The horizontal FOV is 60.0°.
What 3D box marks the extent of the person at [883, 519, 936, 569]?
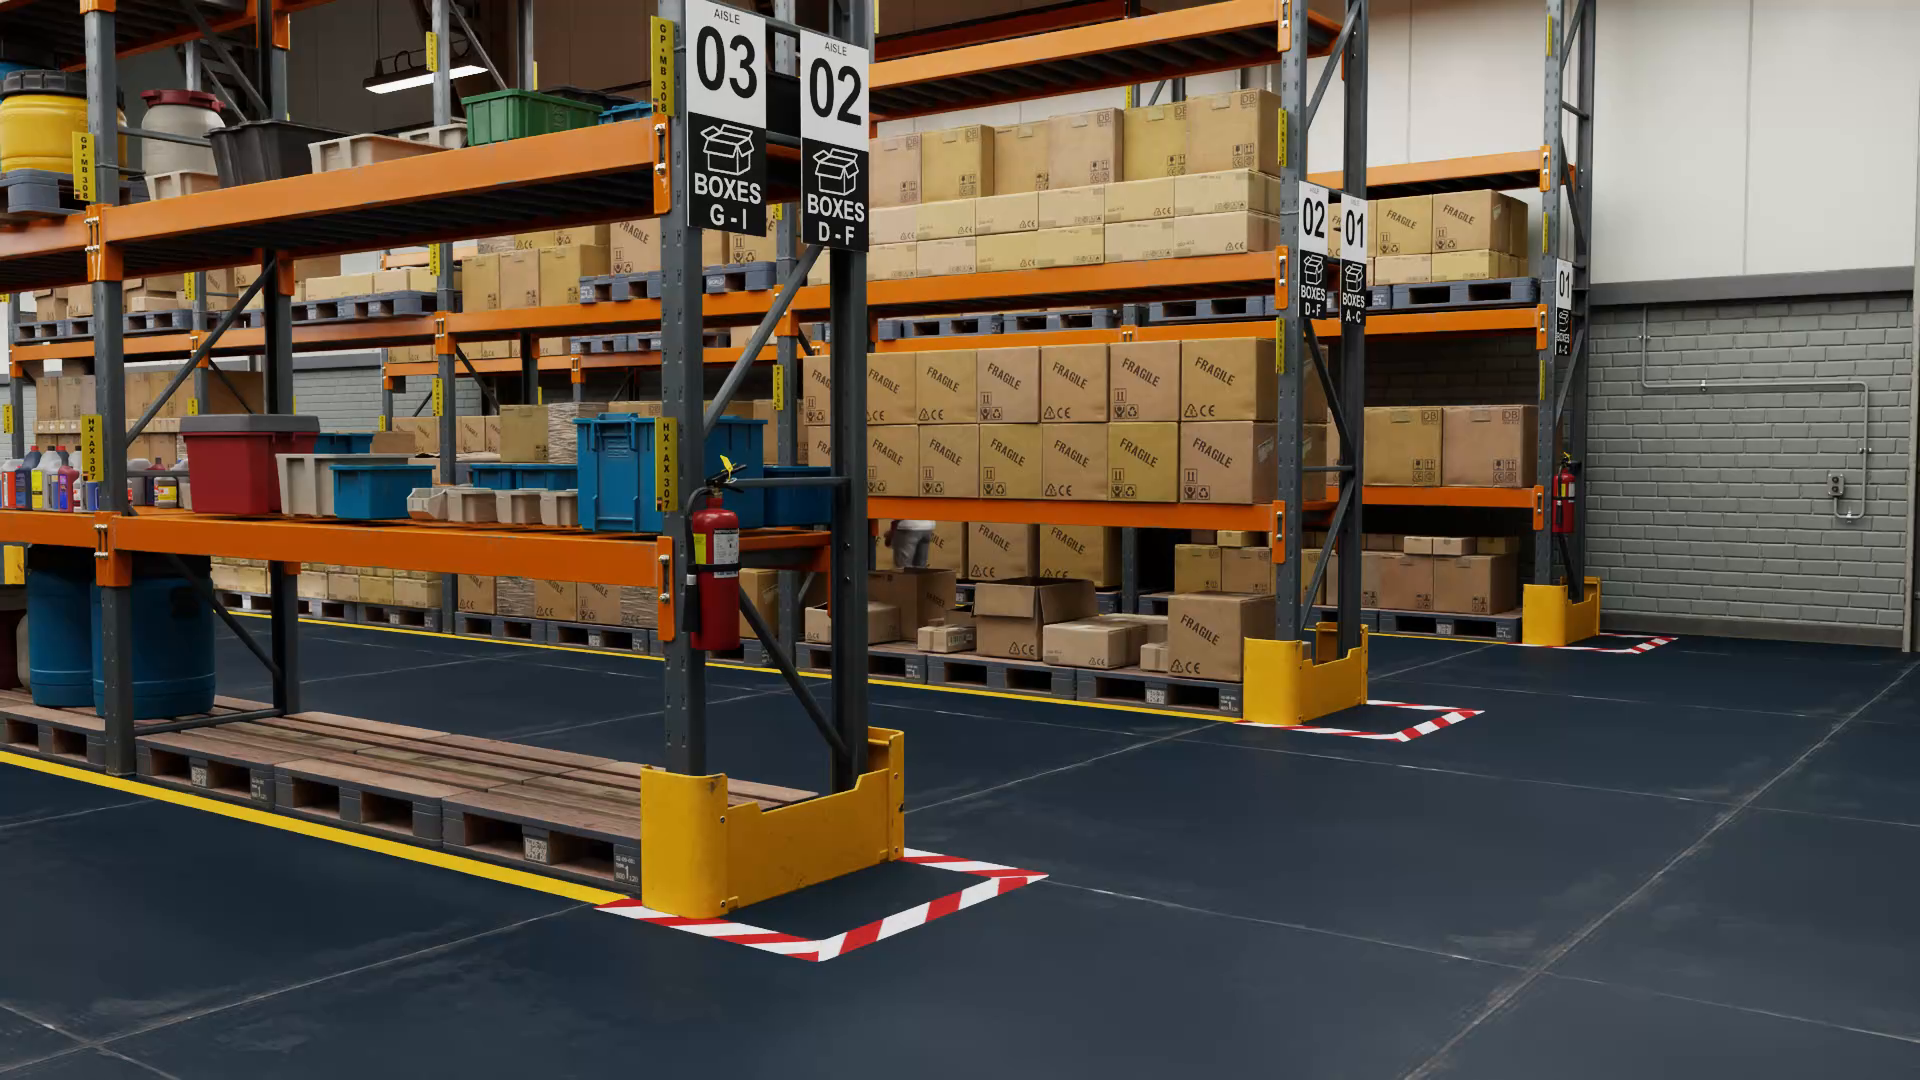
[{"bbox_3d":[-0.449,-0.089,15.438,0.379,1.757,0.571,2,4,37],"label":"person"}]
